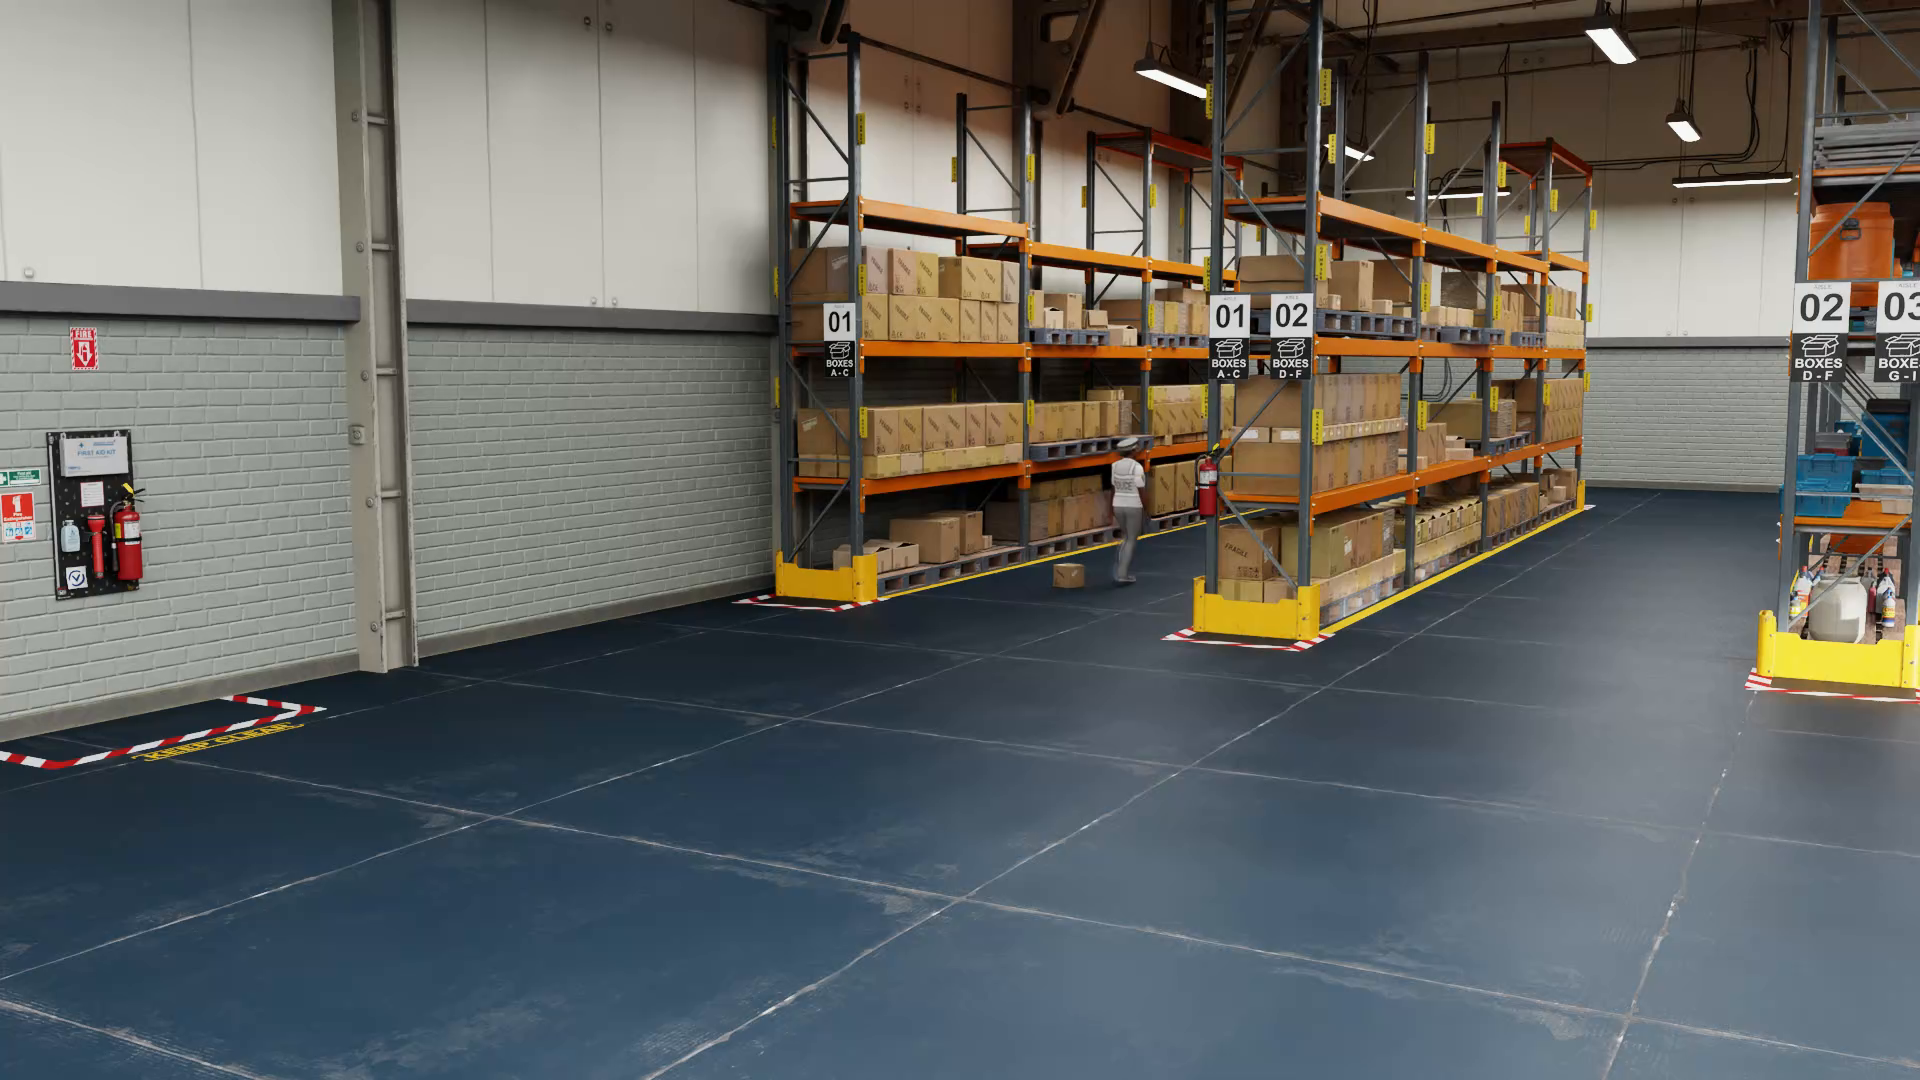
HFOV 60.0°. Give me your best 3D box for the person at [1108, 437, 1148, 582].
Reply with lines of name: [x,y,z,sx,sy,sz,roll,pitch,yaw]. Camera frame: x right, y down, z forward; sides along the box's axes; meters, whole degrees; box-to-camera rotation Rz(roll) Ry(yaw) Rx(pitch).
person: [1.985,-0.330,19.348,0.484,1.733,0.479,-6,8,-44]
